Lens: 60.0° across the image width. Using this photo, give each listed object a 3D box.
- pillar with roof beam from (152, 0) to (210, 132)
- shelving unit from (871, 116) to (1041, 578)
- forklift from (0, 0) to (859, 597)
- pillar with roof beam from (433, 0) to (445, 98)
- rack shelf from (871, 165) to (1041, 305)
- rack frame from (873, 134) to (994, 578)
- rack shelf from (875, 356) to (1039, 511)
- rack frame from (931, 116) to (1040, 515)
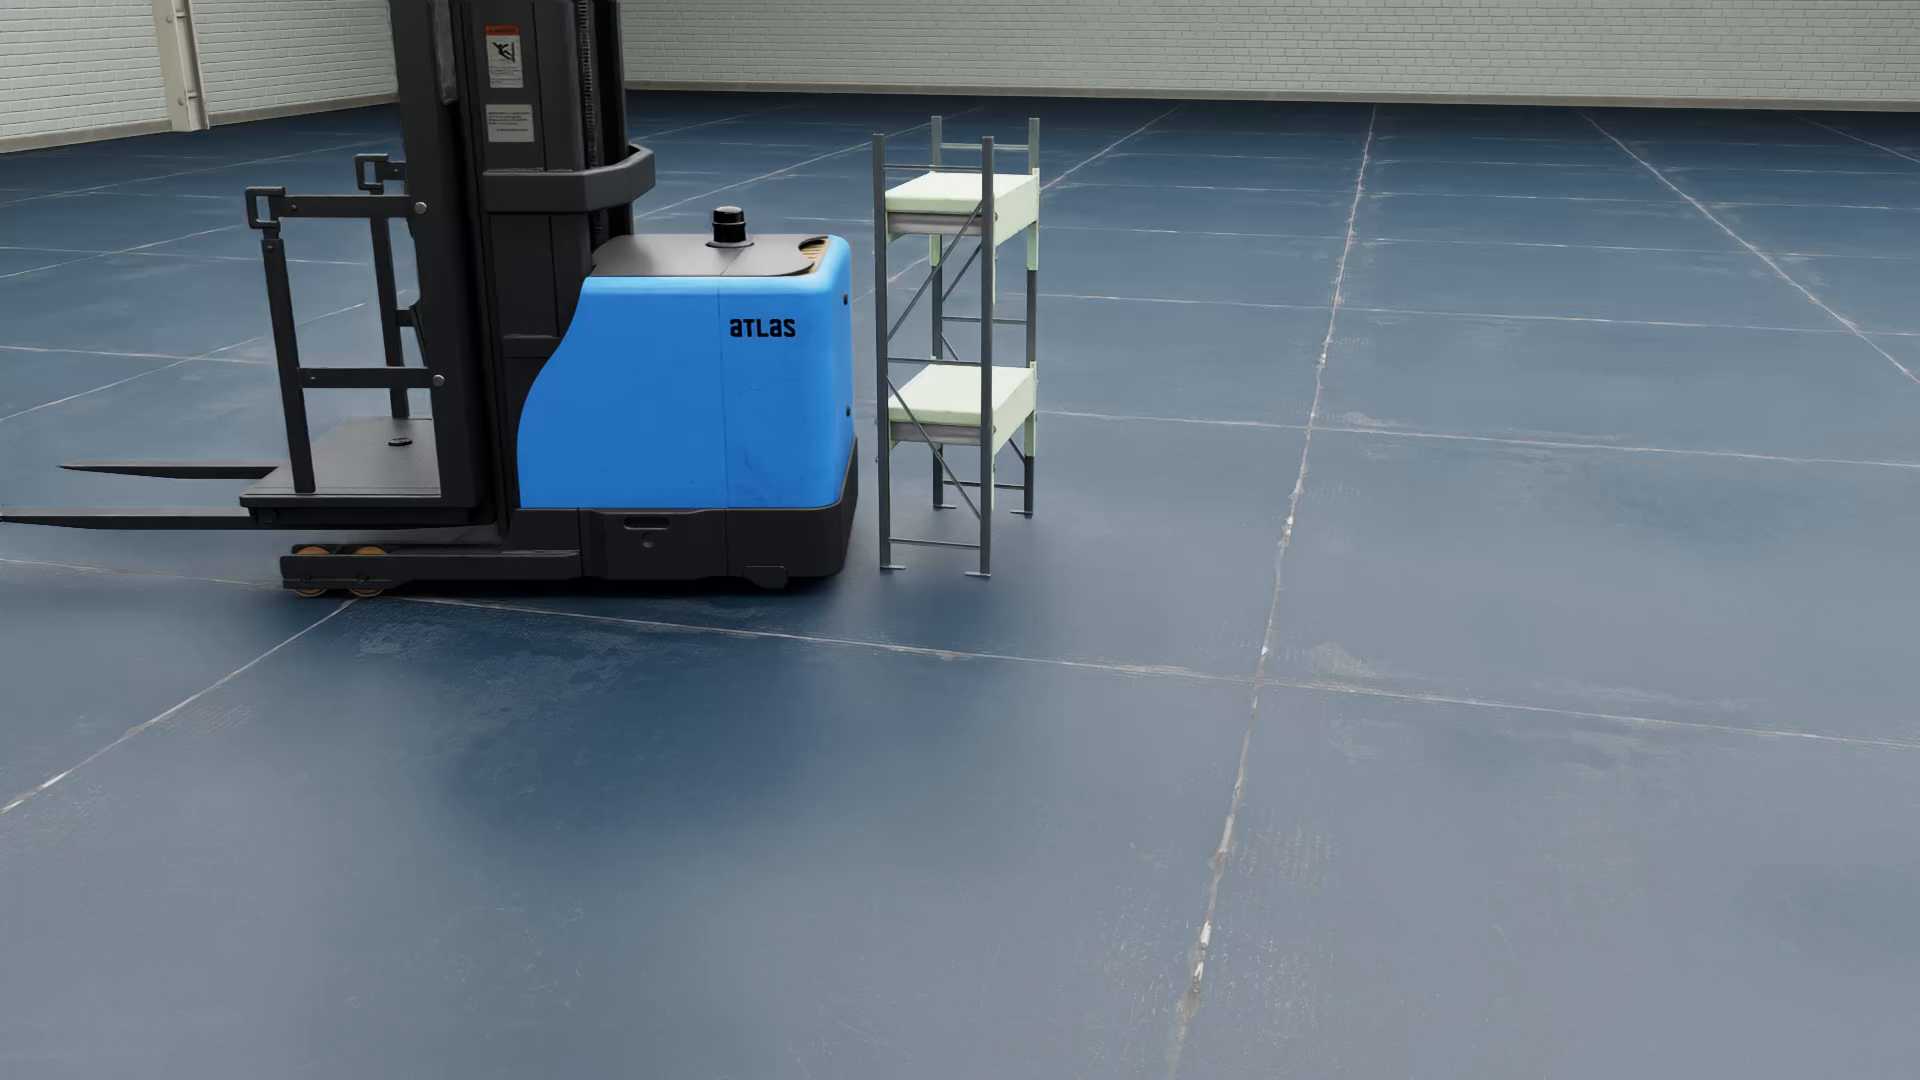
[{"bbox_3d":[-6.124,-9.407,19.806,9.100,9.000,0.400,5,19,13],"label":"pillar with roof beam"},{"bbox_3d":[0.002,-0.712,5.951,0.431,1.500,0.755,5,19,13],"label":"shelving unit"},{"bbox_3d":[-1.913,-1.365,5.650,3.031,2.935,1.130,0,19,0],"label":"forklift"},{"bbox_3d":[-4.658,-11.287,25.312,9.100,9.000,0.400,5,19,13],"label":"pillar with roof beam"},{"bbox_3d":[0.002,-1.081,5.825,0.431,0.370,0.720,5,19,13],"label":"rack shelf"},{"bbox_3d":[-0.088,-0.597,5.615,0.400,1.500,0.023,5,19,13],"label":"rack frame"},{"bbox_3d":[0.002,-0.403,6.057,0.431,0.370,0.720,5,19,13],"label":"rack shelf"},{"bbox_3d":[0.091,-0.827,6.287,0.400,1.500,0.023,5,19,13],"label":"rack frame"}]
